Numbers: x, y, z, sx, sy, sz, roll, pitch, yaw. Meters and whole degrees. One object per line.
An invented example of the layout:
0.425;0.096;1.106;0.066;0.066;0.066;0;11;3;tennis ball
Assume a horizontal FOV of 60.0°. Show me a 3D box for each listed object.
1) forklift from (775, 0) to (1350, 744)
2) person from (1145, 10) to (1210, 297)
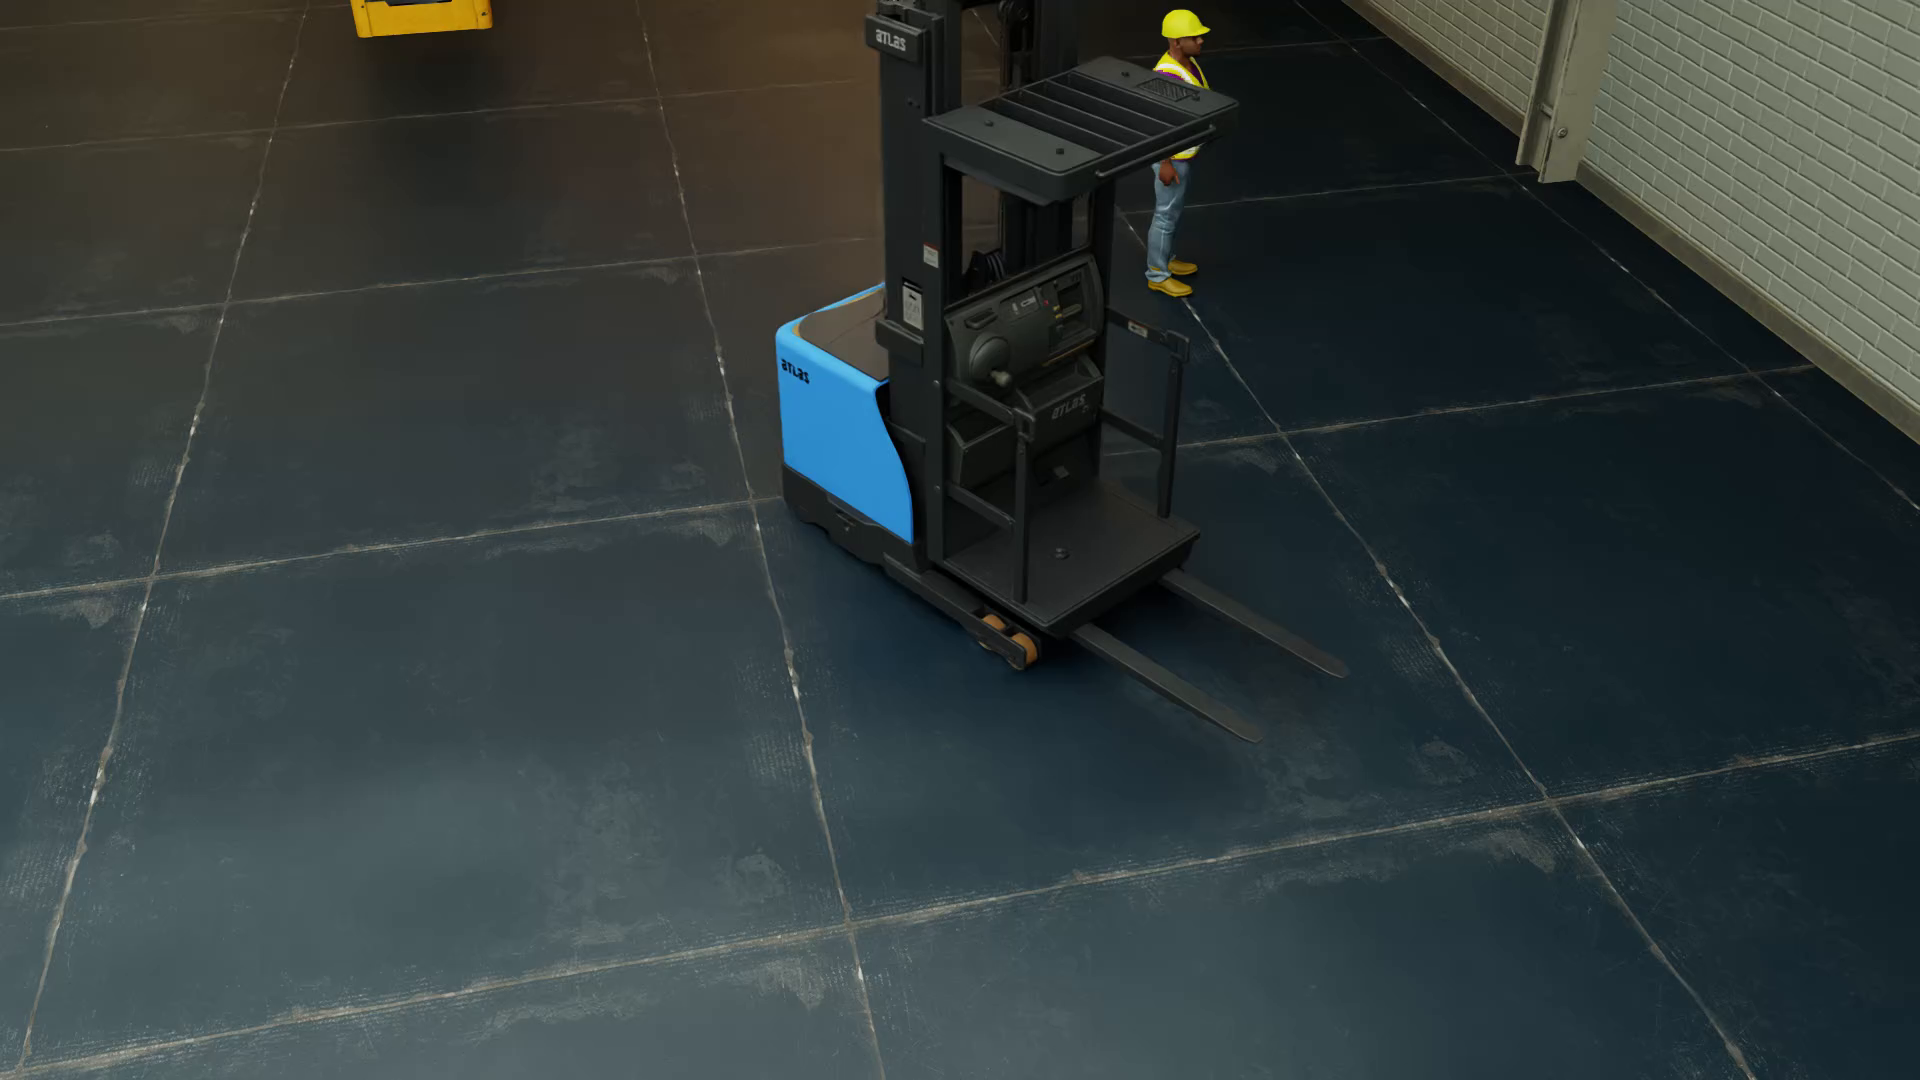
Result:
0.449;-0.930;7.342;1.130;2.935;3.031;-29;45;-34;forklift
1.371;-2.437;10.435;0.382;1.771;0.552;9;37;12;person
